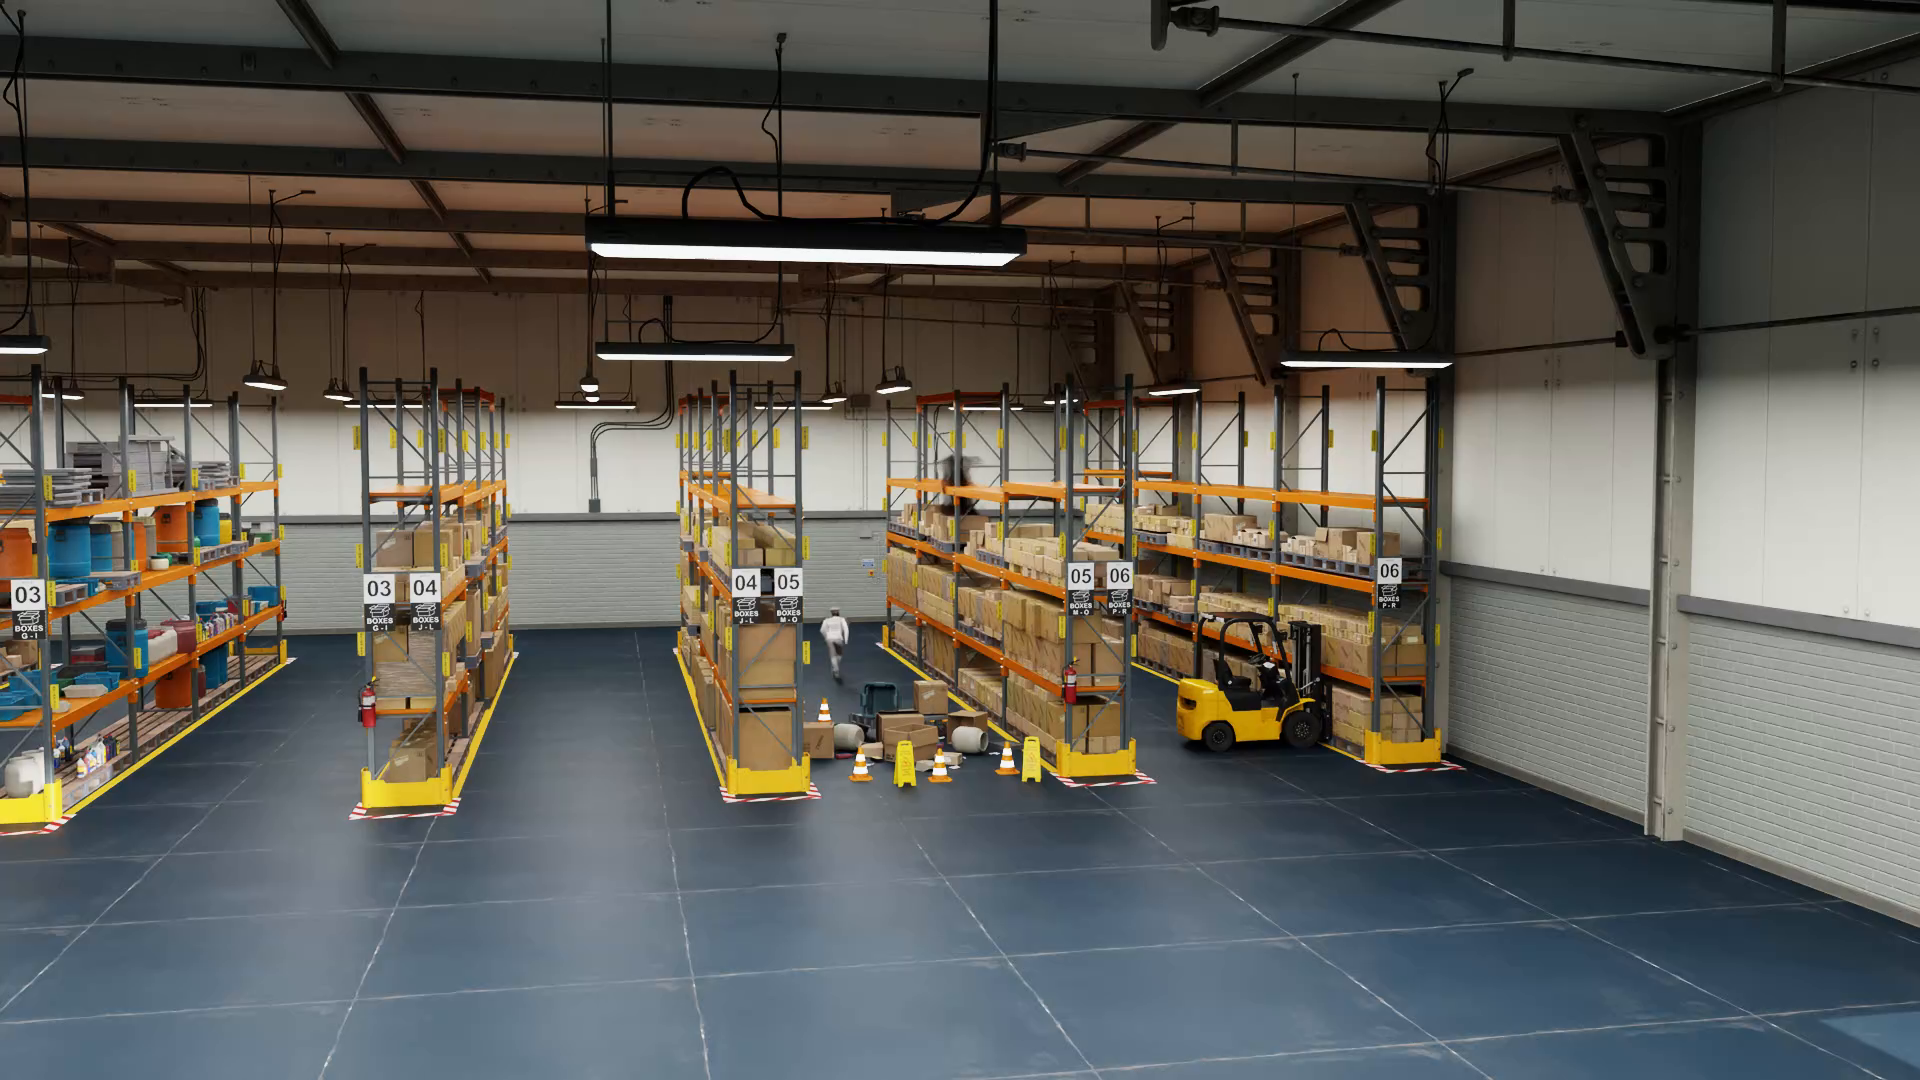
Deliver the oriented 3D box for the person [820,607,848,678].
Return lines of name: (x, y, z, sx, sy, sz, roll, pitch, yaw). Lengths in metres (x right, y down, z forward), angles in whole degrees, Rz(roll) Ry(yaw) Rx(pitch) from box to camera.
person: (-2.650, 2.192, 34.910, 0.603, 1.480, 1.043, 0, 3, 0)
